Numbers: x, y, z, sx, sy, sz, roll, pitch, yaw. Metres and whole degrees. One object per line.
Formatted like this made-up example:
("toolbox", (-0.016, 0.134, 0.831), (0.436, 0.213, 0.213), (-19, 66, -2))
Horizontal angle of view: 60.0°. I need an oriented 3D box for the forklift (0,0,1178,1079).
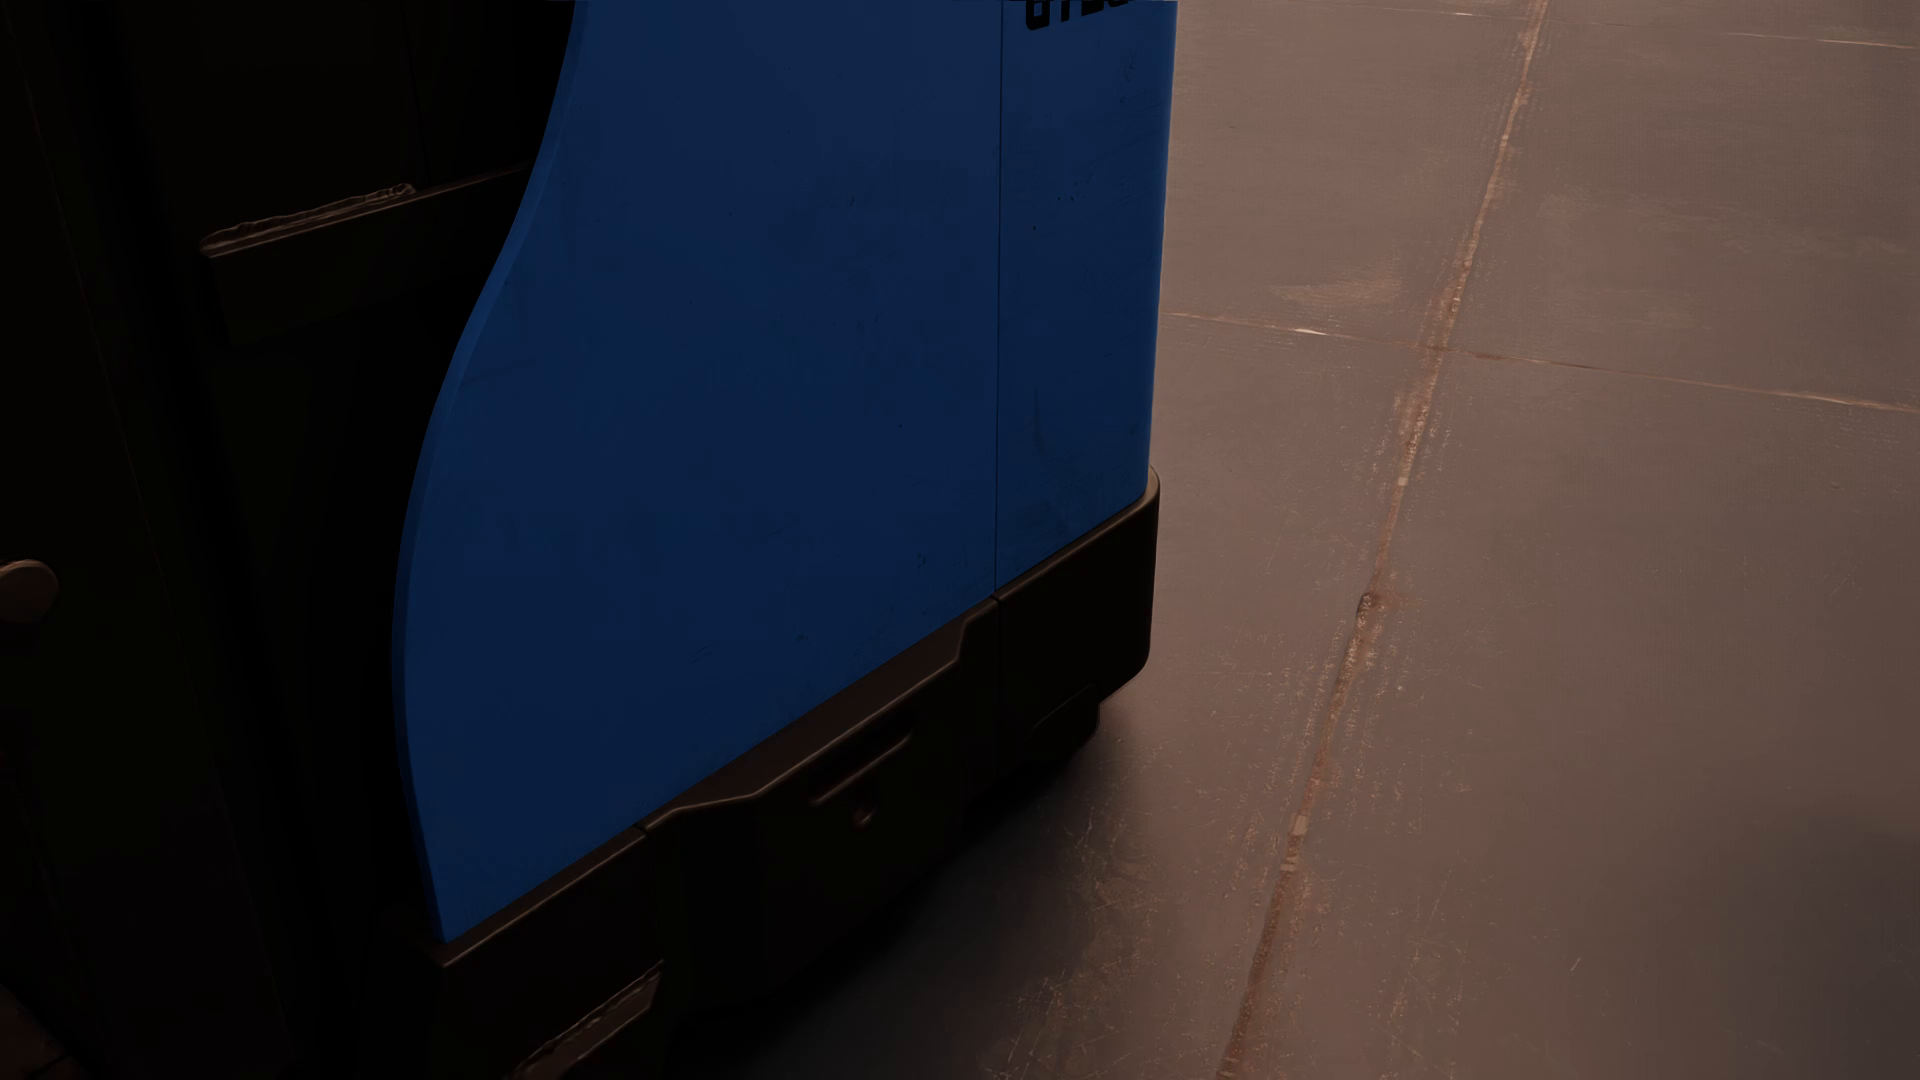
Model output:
("forklift", (-1.087, -0.674, 0.717), (1.130, 2.935, 3.031), (22, 36, 34))
